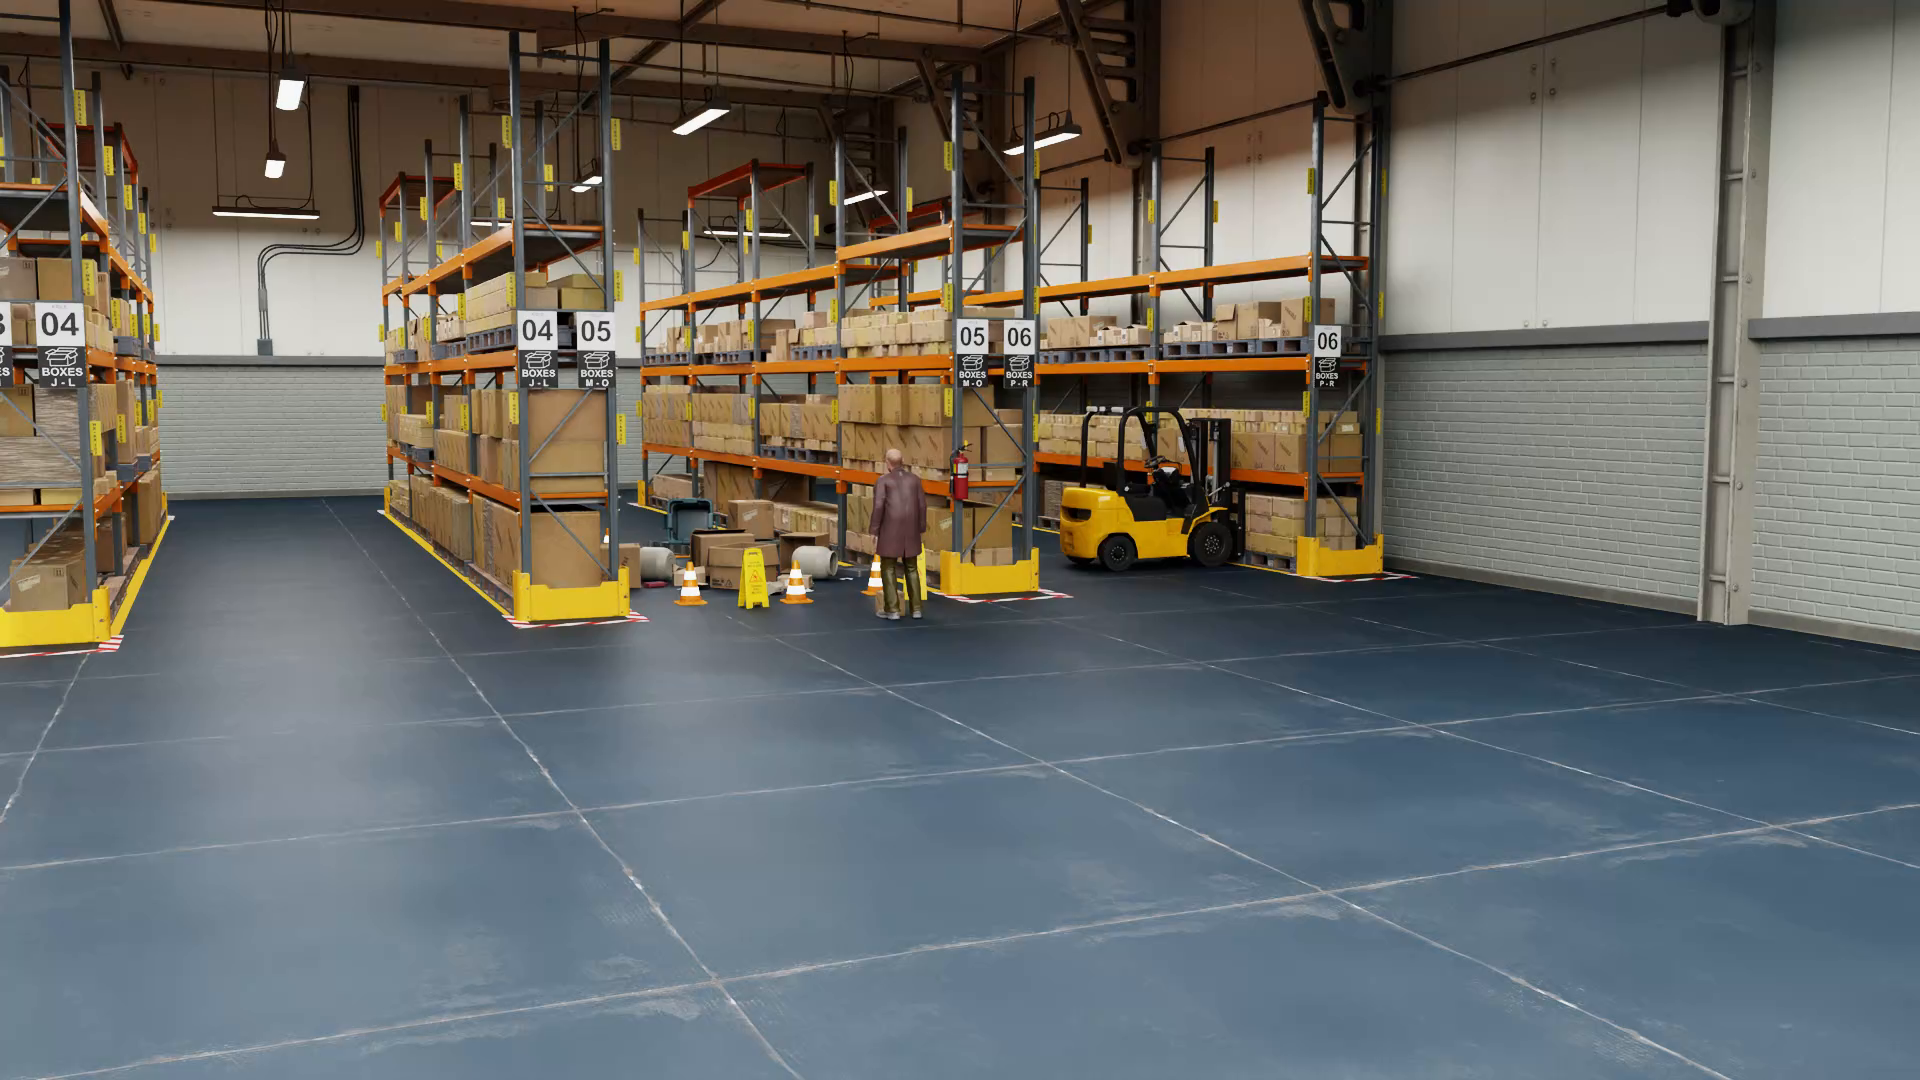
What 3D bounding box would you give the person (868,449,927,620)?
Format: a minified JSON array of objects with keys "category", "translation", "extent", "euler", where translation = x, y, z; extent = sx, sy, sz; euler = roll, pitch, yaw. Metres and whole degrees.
[{"category":"person","translation":[-0.648,-0.065,17.393],"extent":[0.656,1.774,0.417],"euler":[-3,6,-26]}]
